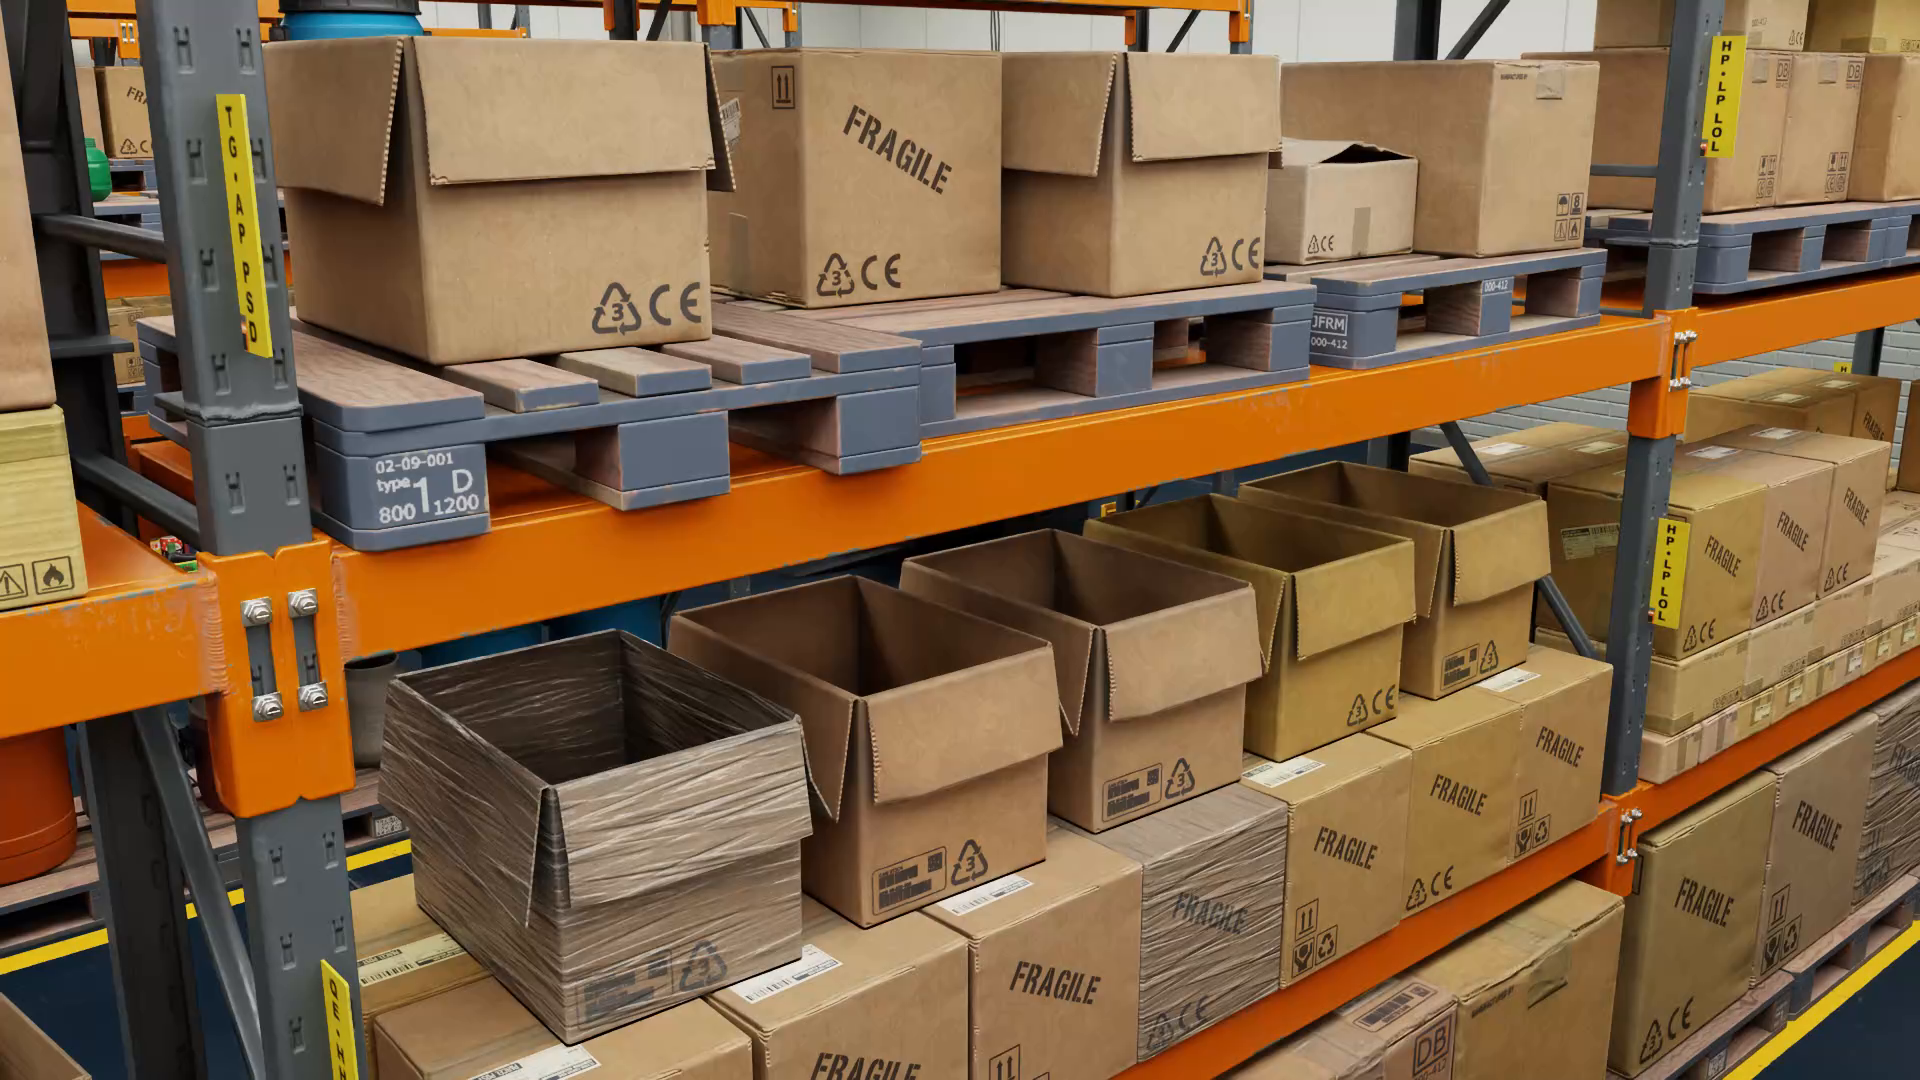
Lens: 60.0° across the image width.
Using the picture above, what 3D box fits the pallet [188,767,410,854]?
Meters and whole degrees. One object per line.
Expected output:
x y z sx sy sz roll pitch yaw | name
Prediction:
-3.029 1.231 8.234 1.213 0.211 1.003 -13 19 -39 | pallet

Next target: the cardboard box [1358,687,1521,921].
1.201 0.684 4.684 0.500 0.500 0.500 -12 19 -38 | cardboard box

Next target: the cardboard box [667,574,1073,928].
-0.210 0.431 3.685 0.637 0.503 0.797 -12 19 -38 | cardboard box

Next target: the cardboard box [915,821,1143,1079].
0.052 0.942 3.718 0.500 0.500 0.500 -13 20 -40 | cardboard box

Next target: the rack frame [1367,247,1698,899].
1.752 0.517 5.501 0.127 3.000 1.000 -13 19 -39 | rack frame

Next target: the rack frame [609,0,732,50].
-1.499 -3.345 8.337 0.127 3.000 1.000 -13 19 -39 | rack frame

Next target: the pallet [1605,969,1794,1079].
2.377 1.751 6.286 1.213 0.211 1.003 -13 19 -39 | pallet

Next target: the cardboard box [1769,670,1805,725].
2.787 0.519 5.981 0.250 0.149 0.380 -13 20 -41 | cardboard box

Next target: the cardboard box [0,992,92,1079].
-1.646 1.043 2.526 0.500 0.500 0.500 13 20 40 | cardboard box

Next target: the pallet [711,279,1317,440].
0.027 -0.473 3.760 1.213 0.211 1.003 -12 19 -37 | pallet

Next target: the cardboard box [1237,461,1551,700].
1.276 0.094 4.948 0.637 0.503 0.797 -13 20 -41 | cardboard box

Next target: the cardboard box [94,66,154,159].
-5.665 -2.972 11.550 0.600 0.600 0.600 -13 20 -40 | cardboard box

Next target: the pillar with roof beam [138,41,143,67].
-5.216 -4.723 13.494 0.400 9.000 9.100 -13 19 -39 | pillar with roof beam

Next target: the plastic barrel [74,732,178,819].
-3.791 1.030 7.587 0.421 0.512 0.421 0 15 0 | plastic barrel

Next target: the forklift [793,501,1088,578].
-0.332 -1.291 12.405 1.130 2.935 3.031 13 20 41 | forklift

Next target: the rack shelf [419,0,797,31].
-3.239 -4.300 13.311 4.000 0.370 1.077 -13 19 -39 | rack shelf

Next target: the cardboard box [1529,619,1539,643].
1.913 0.320 5.953 0.500 0.250 0.500 -13 20 -40 | cardboard box

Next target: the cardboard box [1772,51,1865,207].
2.712 -1.466 5.912 0.500 0.500 0.700 -11 19 -37 | cardboard box

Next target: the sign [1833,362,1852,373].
4.410 -0.726 8.324 0.005 0.325 0.100 -13 19 -39 | sign

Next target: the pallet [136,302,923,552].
-0.814 -0.283 3.049 1.003 0.211 1.213 -12 19 -37 | pallet

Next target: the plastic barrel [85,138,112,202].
-3.566 -1.481 6.657 0.294 0.245 0.294 0 15 0 | plastic barrel

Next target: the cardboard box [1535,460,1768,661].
2.281 0.052 5.503 0.500 0.500 0.500 -13 19 -39 | cardboard box

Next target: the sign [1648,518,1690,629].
2.116 0.100 4.973 0.005 0.325 0.100 -13 19 -39 | sign

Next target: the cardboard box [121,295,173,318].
-5.729 -1.498 12.037 0.500 0.500 0.700 -9 17 -31 | cardboard box

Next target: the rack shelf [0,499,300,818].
-2.774 0.432 1.402 4.000 0.370 1.077 -13 19 -39 | rack shelf

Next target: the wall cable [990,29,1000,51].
-0.484 -5.340 21.821 0.112 2.526 3.097 -13 19 -39 | wall cable

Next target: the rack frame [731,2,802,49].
-1.730 -4.988 14.486 0.127 3.000 1.000 -13 19 -39 | rack frame

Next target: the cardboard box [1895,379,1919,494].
4.575 -0.460 7.422 0.500 0.500 0.500 -12 19 -39 | cardboard box

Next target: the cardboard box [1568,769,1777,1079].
2.303 1.245 6.081 0.875 0.875 0.875 -13 19 -39 | cardboard box

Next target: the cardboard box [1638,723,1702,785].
2.194 0.653 5.479 0.250 0.149 0.380 -13 19 -39 | cardboard box

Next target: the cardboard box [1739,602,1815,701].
2.657 0.334 5.901 0.500 0.250 0.500 -13 20 -40 | cardboard box

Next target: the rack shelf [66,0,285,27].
-6.257 -3.431 10.825 4.000 0.370 1.077 -13 19 -39 | rack shelf

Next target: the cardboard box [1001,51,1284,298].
0.262 -0.857 3.821 0.637 0.503 0.797 -13 20 -40 | cardboard box

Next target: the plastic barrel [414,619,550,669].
-2.455 0.573 8.546 0.708 0.901 0.600 -13 19 -39 | plastic barrel

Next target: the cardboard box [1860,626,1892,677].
3.369 0.389 6.468 0.250 0.149 0.380 -13 20 -41 | cardboard box

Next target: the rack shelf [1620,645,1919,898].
3.261 0.526 6.862 4.000 0.370 1.077 -13 19 -39 | rack shelf

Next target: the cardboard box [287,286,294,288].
-7.028 -2.732 17.084 0.700 0.700 0.980 -13 20 -41 | cardboard box

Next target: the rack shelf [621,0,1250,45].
0.010 -3.143 9.750 4.000 0.370 1.077 -13 19 -39 | rack shelf

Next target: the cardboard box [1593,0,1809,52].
2.466 -1.752 5.529 0.500 0.250 0.500 -14 21 -43 | cardboard box

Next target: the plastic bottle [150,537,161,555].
-3.778 0.021 7.744 0.097 0.201 0.097 0 15 0 | plastic bottle

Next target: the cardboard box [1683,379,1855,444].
3.466 -0.392 7.164 0.500 0.500 0.500 -13 20 -41 | cardboard box

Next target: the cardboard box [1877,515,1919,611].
3.812 0.074 6.874 0.500 0.250 0.500 -14 20 -41 | cardboard box

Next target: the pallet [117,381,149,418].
-6.301 -0.972 11.448 1.213 0.211 1.003 -13 19 -39 | pallet

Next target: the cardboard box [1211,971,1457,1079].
0.609 1.605 4.733 0.875 0.875 1.225 -14 20 -41 | cardboard box

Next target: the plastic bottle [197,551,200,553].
-3.249 0.128 7.208 0.097 0.271 0.097 0 15 0 | plastic bottle
